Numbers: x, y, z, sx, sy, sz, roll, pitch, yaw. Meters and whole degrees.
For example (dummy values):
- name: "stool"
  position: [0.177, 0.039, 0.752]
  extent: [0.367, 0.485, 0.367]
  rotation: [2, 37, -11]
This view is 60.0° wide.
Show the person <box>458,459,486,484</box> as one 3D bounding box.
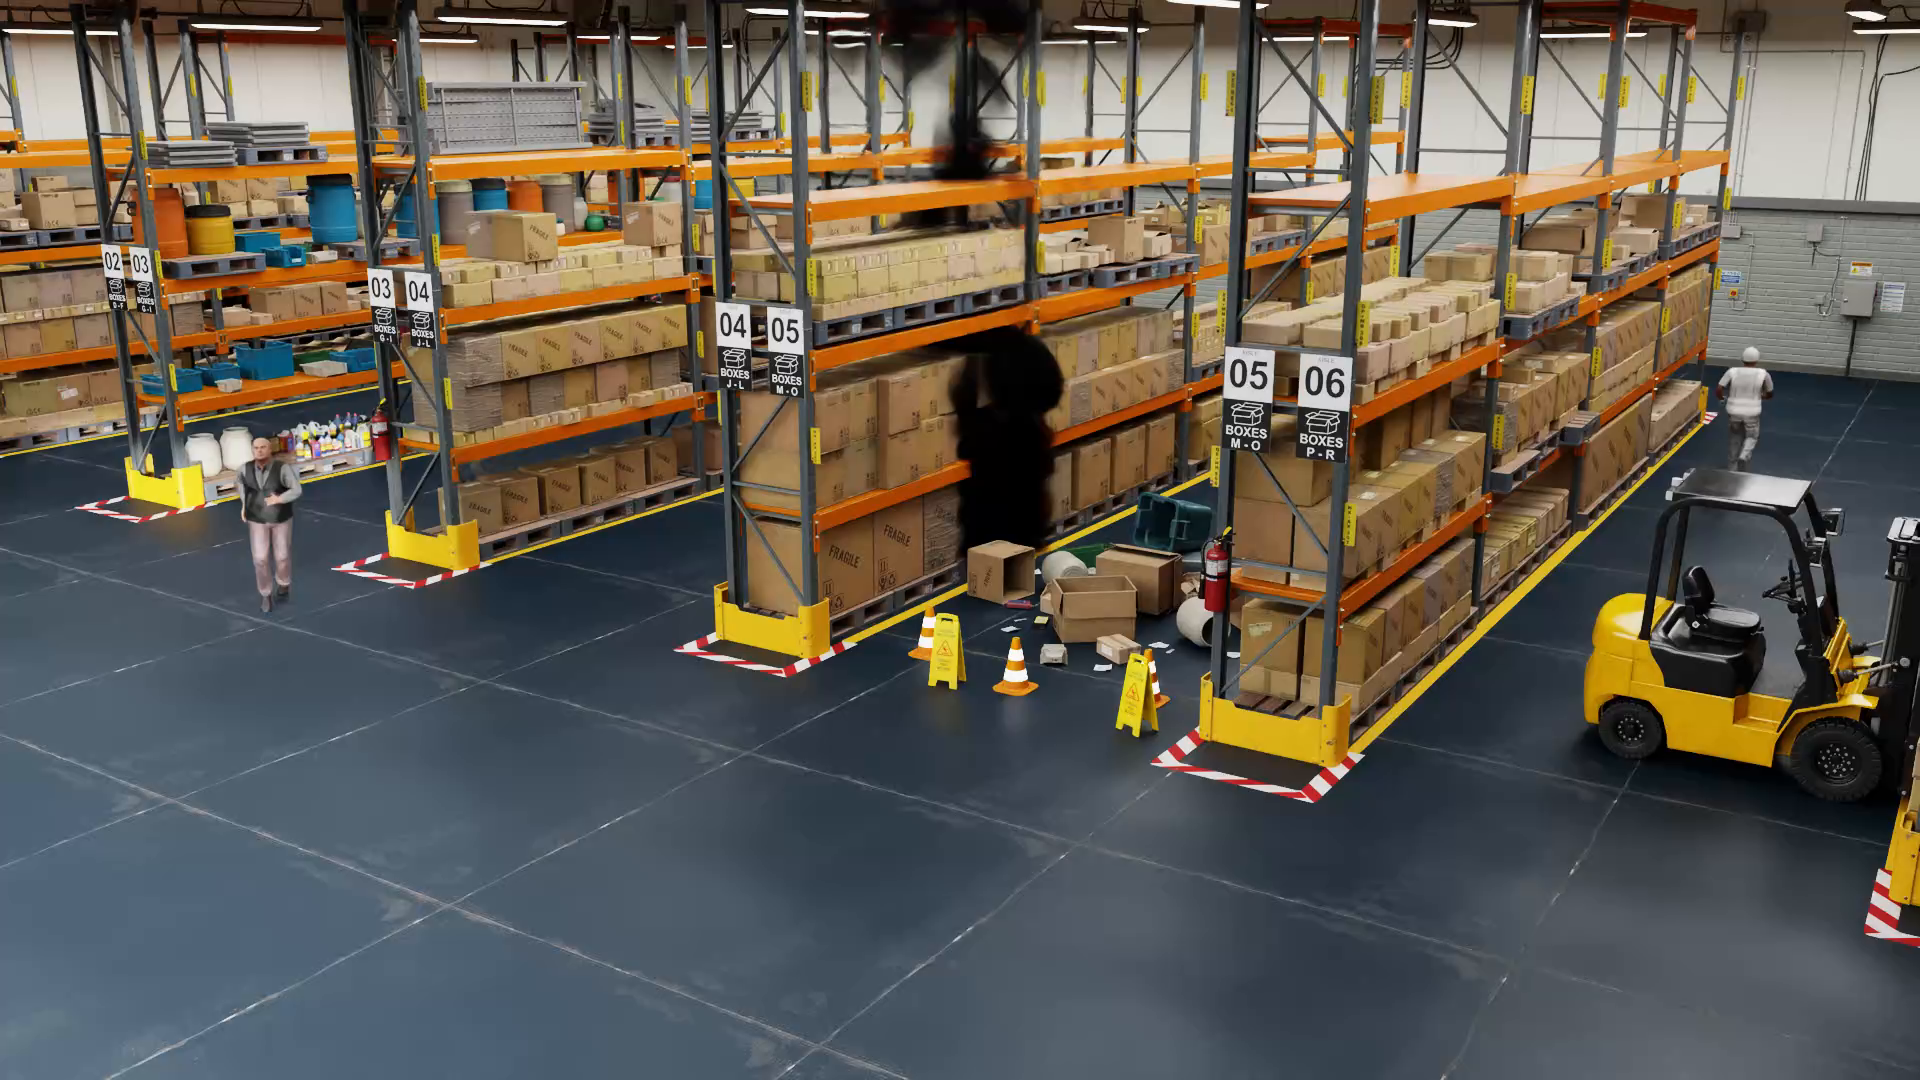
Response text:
- name: "person"
  position: [-6.100, -1.203, 20.550]
  extent: [0.506, 1.586, 0.656]
  rotation: [7, 17, 23]

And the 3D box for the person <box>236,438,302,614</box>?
- name: "person"
  position: [-6.874, -0.161, 16.623]
  extent: [0.630, 1.771, 0.737]
  rotation: [-4, 16, -15]

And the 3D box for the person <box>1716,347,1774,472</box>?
- name: "person"
  position: [10.390, -1.696, 22.071]
  extent: [0.692, 1.746, 0.789]
  rotation: [9, 18, 29]

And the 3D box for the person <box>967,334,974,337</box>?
- name: "person"
  position: [-0.002, -2.428, 23.907]
  extent: [0.554, 1.610, 0.525]
  rotation: [9, 18, 28]
